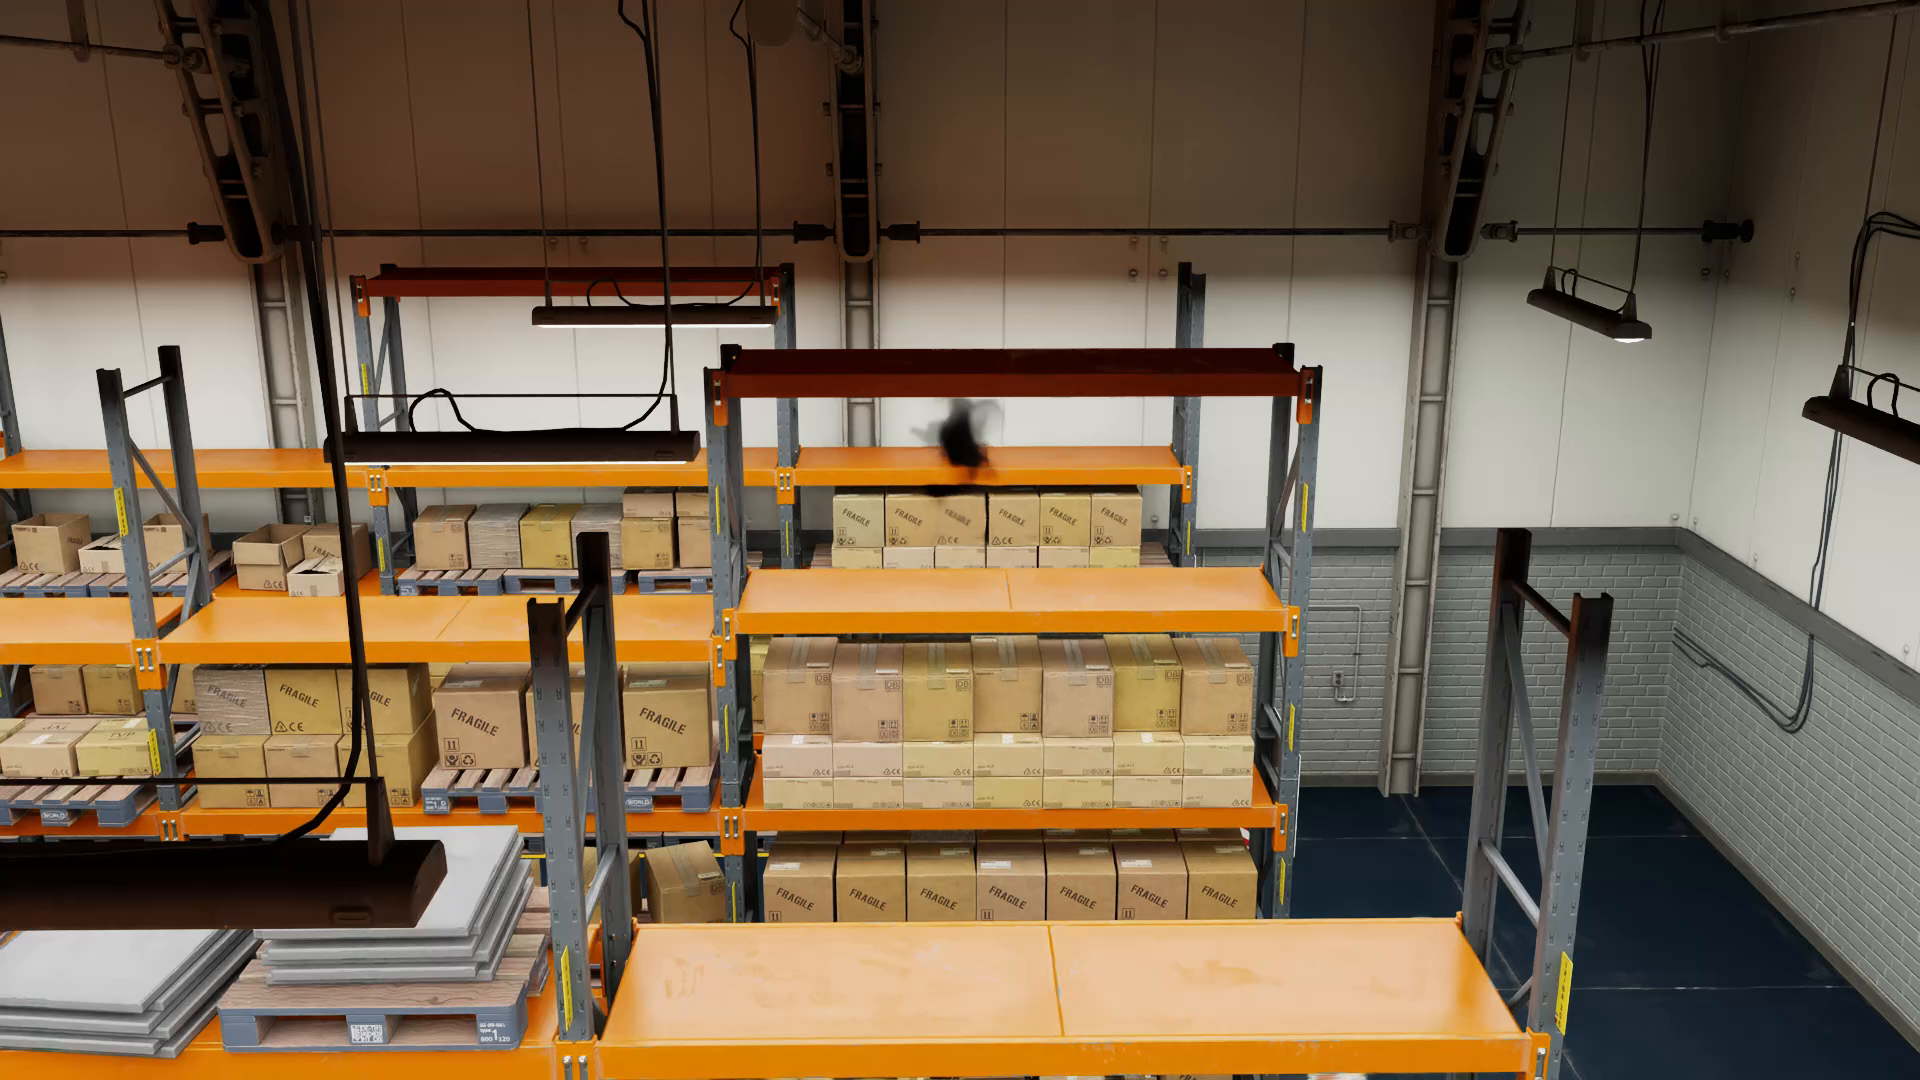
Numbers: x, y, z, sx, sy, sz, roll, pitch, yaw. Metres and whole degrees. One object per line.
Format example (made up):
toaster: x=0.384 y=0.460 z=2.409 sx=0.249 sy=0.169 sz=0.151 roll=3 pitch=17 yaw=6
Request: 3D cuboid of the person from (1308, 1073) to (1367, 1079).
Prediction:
person: x=2.591 y=4.105 z=11.316 sx=1.026 sy=1.732 sz=0.738 roll=-12 pitch=20 yaw=-36
